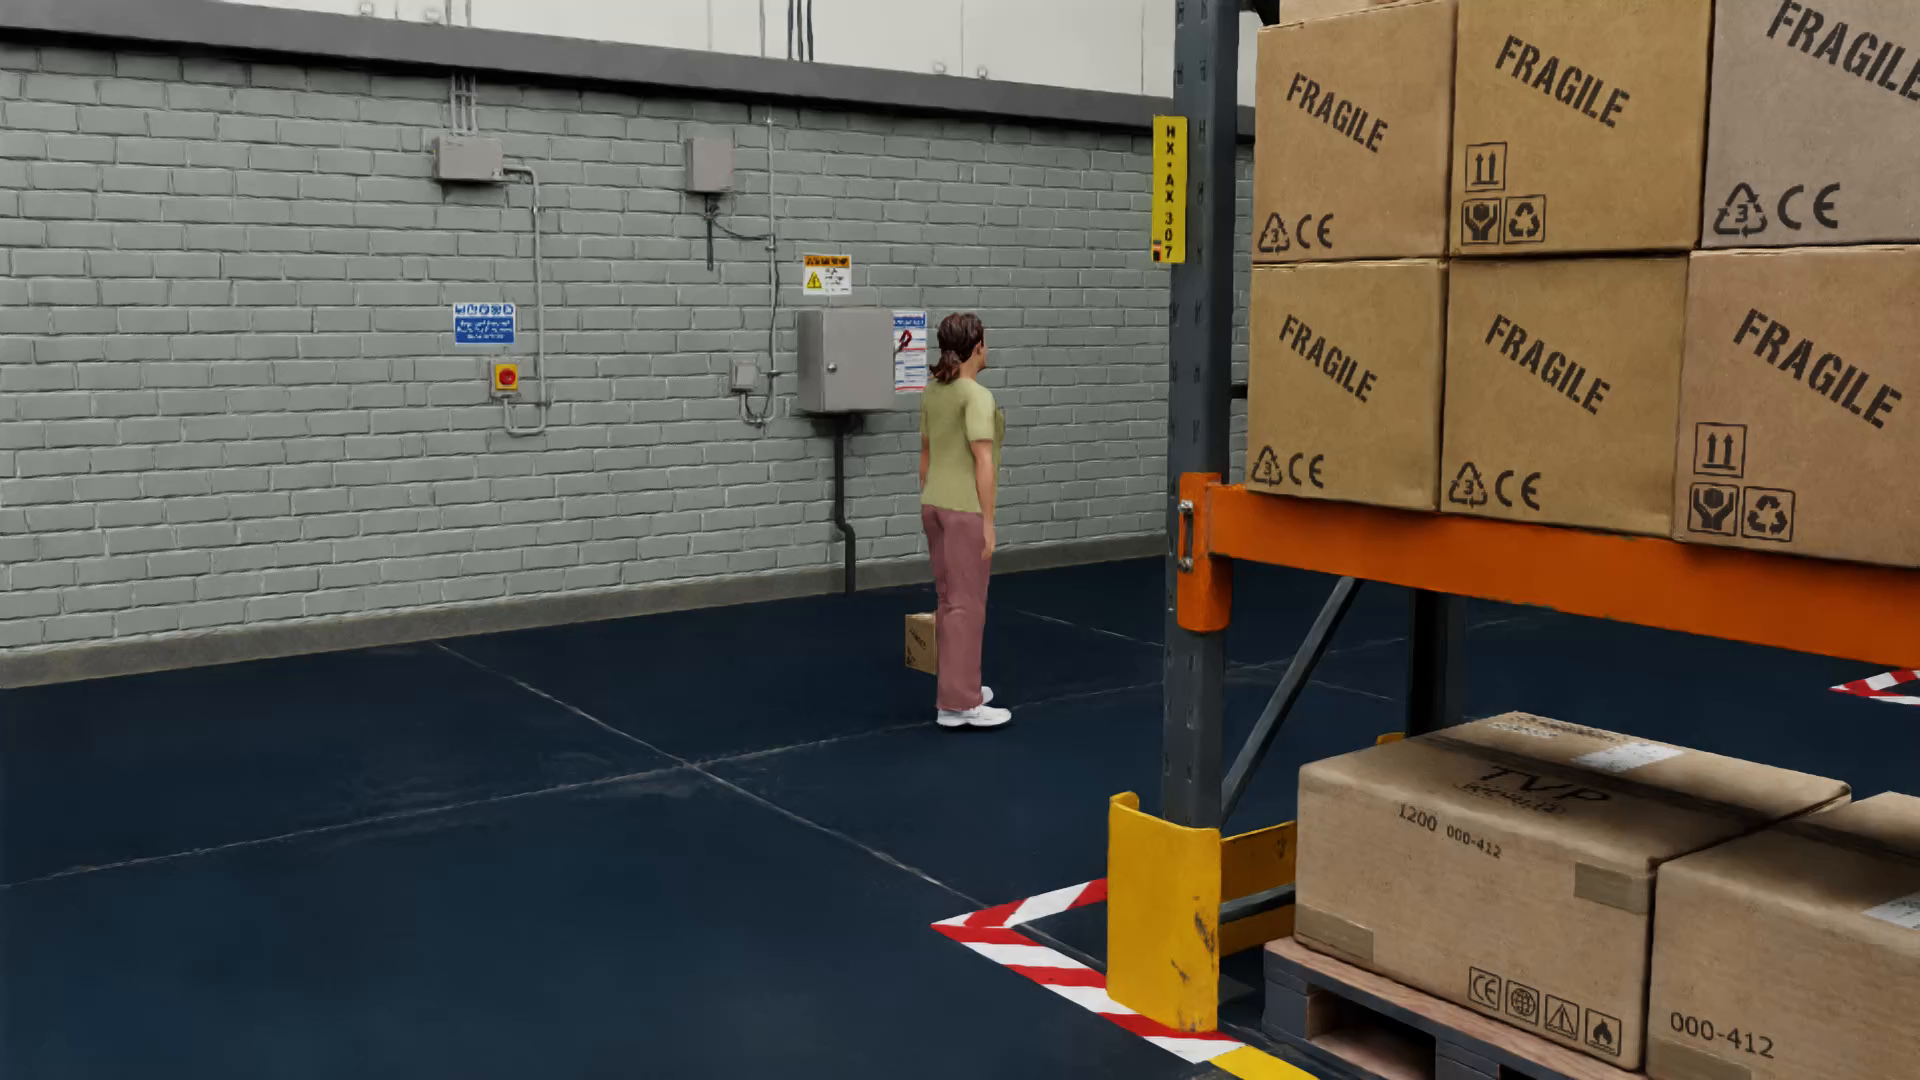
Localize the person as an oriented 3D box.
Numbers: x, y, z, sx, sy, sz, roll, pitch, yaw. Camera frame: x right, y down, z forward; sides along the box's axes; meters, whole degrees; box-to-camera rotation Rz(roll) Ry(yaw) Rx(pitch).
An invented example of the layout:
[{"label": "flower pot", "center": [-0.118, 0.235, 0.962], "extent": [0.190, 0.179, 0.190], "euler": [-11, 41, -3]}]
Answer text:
[{"label": "person", "center": [0.053, -0.088, 6.810], "extent": [0.423, 1.676, 0.537], "euler": [-6, 10, -35]}]
